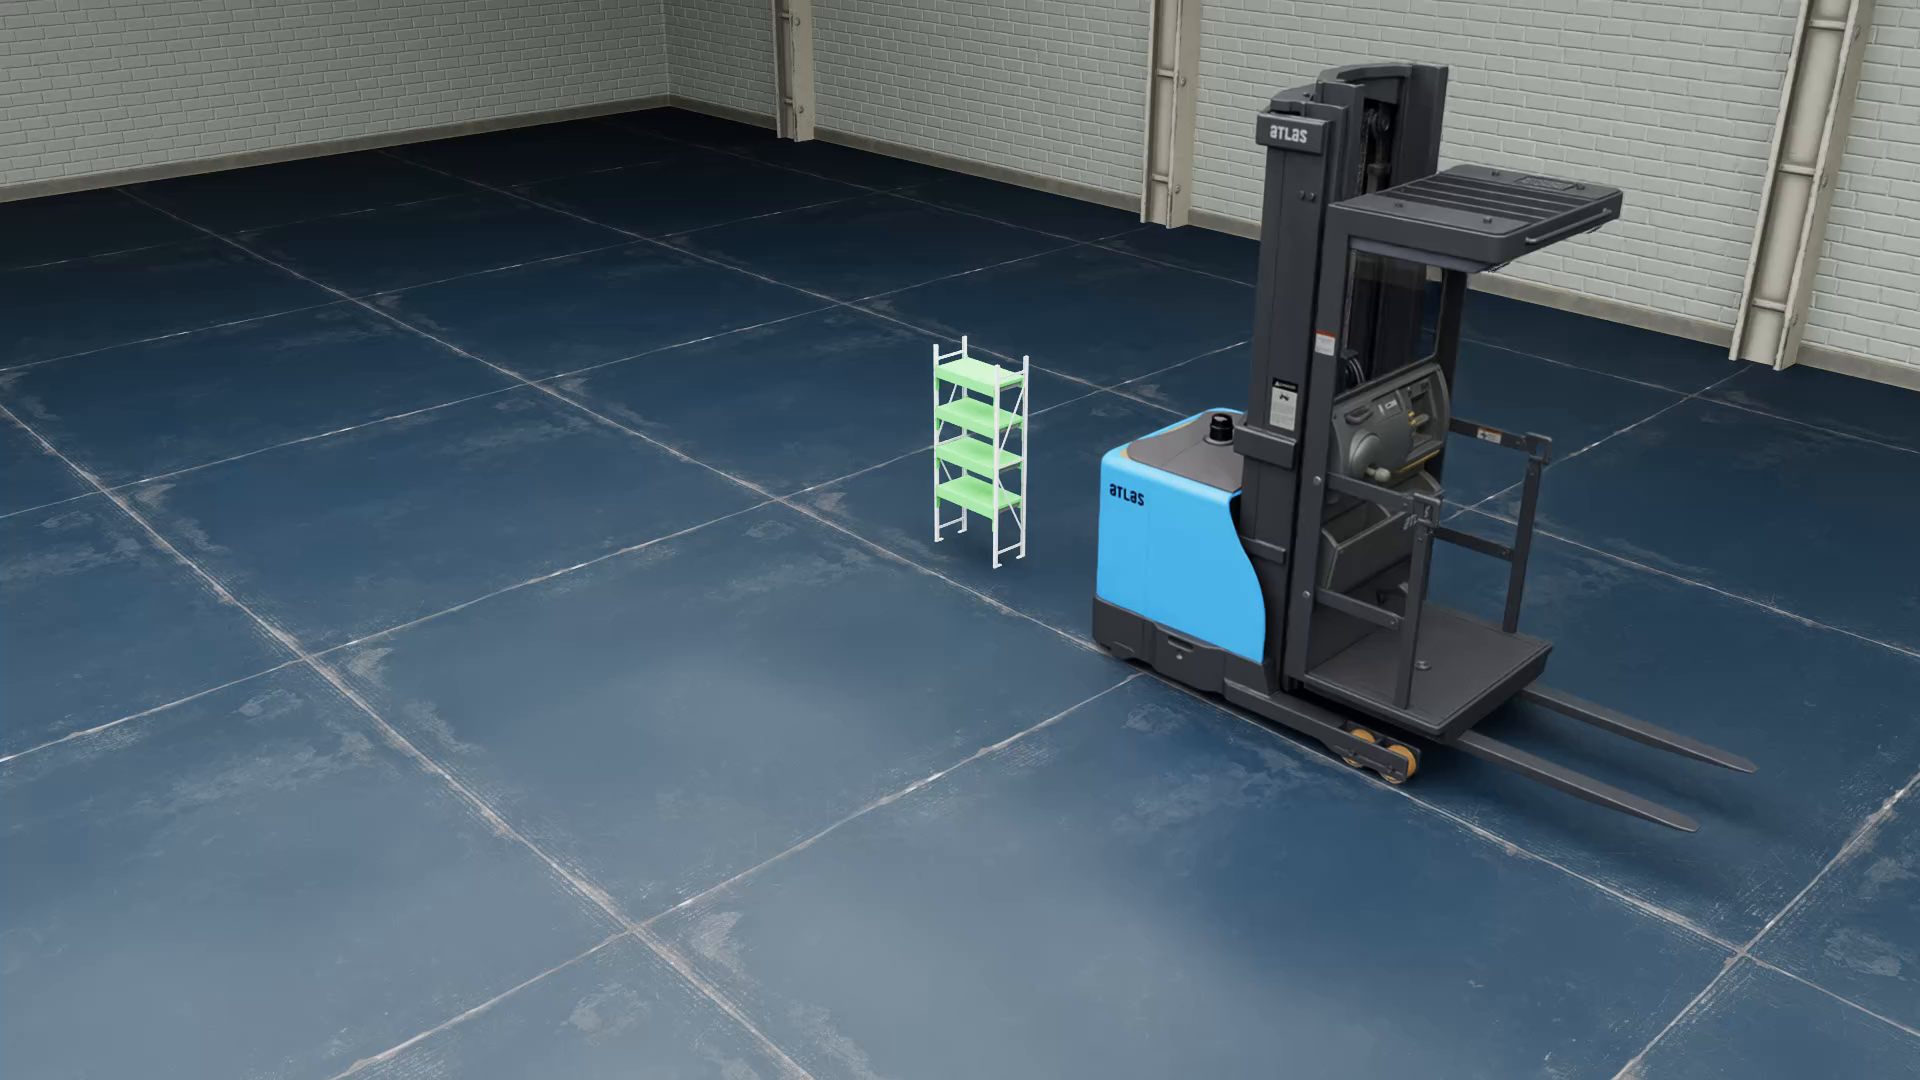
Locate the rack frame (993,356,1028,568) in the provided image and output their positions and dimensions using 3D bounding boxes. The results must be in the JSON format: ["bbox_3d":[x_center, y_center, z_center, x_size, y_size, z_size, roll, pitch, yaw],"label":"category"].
[{"bbox_3d":[0.280,-0.422,9.229,0.240,1.200,0.015,-21,32,-38],"label":"rack frame"}]

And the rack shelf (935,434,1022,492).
[{"bbox_3d":[0.113,-0.438,9.418,0.258,0.148,0.480,-21,32,-38],"label":"rack shelf"}]

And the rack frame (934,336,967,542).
[{"bbox_3d":[-0.054,-0.570,9.553,0.240,1.200,0.015,-21,32,-38],"label":"rack frame"}]

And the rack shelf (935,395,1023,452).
[{"bbox_3d":[0.113,-0.656,9.318,0.258,0.148,0.480,-21,32,-38],"label":"rack shelf"}]

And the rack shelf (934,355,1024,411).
[{"bbox_3d":[0.113,-0.874,9.218,0.258,0.148,0.480,-21,32,-38],"label":"rack shelf"}]

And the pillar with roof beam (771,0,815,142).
[{"bbox_3d":[-5.181,-7.888,16.198,9.100,9.000,0.400,-21,32,-38],"label":"pillar with roof beam"}]

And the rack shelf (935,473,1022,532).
[{"bbox_3d":[0.113,-0.219,9.517,0.258,0.148,0.480,-21,32,-38],"label":"rack shelf"}]

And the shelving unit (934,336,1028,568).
[{"bbox_3d":[0.113,-0.496,9.391,0.258,1.200,0.503,-21,32,-38],"label":"shelving unit"}]

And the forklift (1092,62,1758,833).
[{"bbox_3d":[2.083,-0.498,7.309,3.031,2.935,1.130,22,32,39],"label":"forklift"}]

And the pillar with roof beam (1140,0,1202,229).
[{"bbox_3d":[-1.080,-6.070,12.213,9.100,9.000,0.400,-21,32,-38],"label":"pillar with roof beam"}]

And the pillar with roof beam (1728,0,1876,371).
[{"bbox_3d":[3.021,-4.252,8.229,9.100,9.000,0.400,-21,32,-38],"label":"pillar with roof beam"}]
